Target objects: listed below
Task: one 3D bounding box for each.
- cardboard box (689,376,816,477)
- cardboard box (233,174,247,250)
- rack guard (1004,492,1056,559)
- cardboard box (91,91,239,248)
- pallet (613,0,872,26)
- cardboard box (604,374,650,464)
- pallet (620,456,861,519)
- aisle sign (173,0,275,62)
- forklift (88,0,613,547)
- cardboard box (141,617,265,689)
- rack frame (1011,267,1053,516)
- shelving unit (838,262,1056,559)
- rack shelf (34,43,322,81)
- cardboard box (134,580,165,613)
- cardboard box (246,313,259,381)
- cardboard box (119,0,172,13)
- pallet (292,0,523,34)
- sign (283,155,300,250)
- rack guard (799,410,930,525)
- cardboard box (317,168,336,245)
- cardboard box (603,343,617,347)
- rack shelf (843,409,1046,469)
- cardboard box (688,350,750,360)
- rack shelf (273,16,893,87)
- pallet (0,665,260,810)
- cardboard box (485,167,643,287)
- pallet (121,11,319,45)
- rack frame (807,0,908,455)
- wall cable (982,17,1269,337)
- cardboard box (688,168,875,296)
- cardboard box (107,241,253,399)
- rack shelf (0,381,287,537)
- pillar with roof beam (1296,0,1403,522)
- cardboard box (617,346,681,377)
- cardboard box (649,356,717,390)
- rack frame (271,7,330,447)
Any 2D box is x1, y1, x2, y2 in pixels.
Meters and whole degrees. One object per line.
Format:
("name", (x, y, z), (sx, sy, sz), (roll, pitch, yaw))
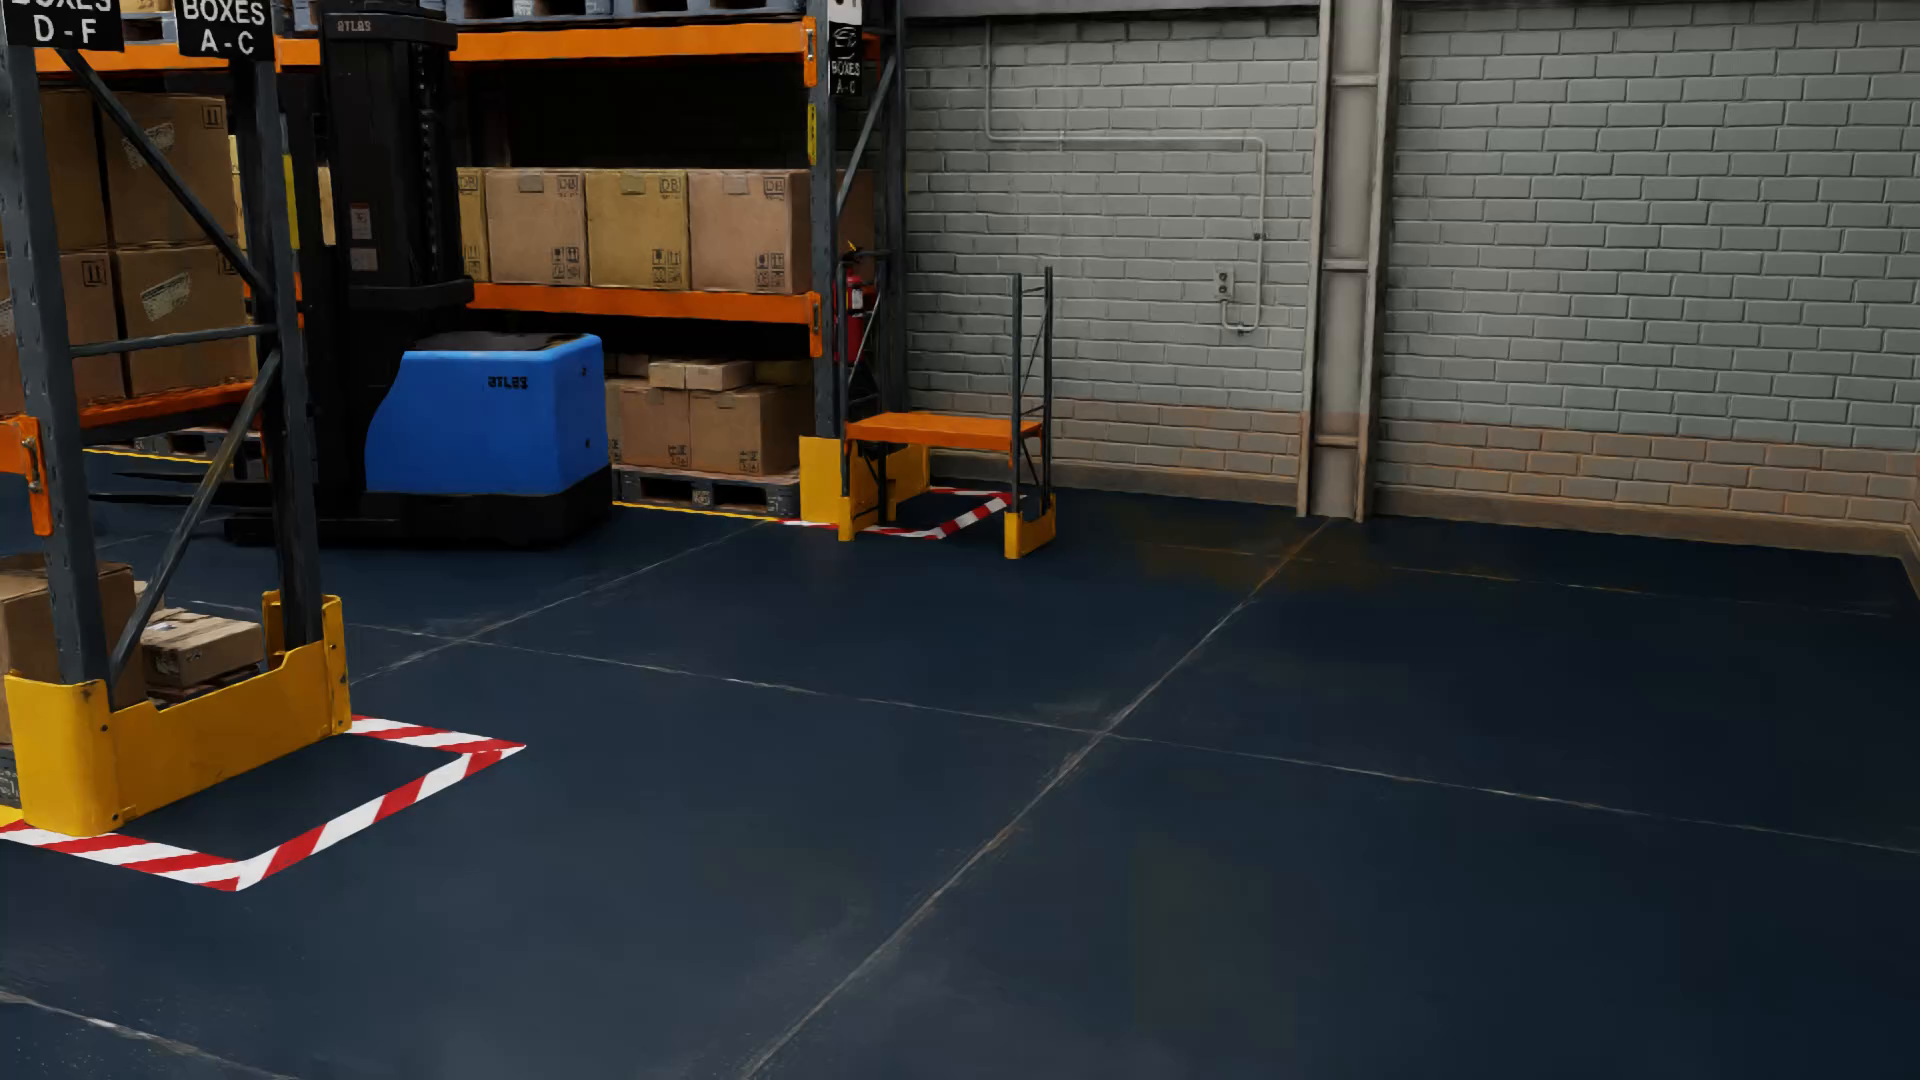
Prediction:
("cardboard box", (-1.266, -0.713, 10.282), (0.500, 0.500, 0.700), (6, 14, 23))
("cardboard box", (-4.767, -2.246, 11.345), (0.500, 0.500, 0.500), (6, 14, 22))
("rack guard", (0.386, -0.083, 9.060), (0.087, 0.250, 0.587), (6, 14, 23))
("cardboard box", (-2.888, -1.279, 5.730), (0.500, 0.500, 0.500), (6, 15, 25))
("pallet", (-1.268, -3.166, 9.808), (1.213, 0.211, 1.003), (6, 14, 23))
("cardboard box", (-2.184, -0.806, 10.677), (0.500, 0.500, 0.700), (5, 14, 21))
("pallet", (-1.348, -0.382, 10.421), (1.213, 0.211, 1.003), (6, 14, 23))
("aisle sign", (-2.407, -1.968, 5.384), (0.004, 0.787, 0.394), (6, 14, 23))
("forklift", (-3.611, -1.512, 9.284), (3.031, 2.935, 1.130), (1, 13, 6))
("cardboard box", (-2.832, 0.416, 6.193), (0.250, 0.149, 0.380), (6, 14, 23))
("rack frame", (0.387, -0.691, 8.917), (0.032, 1.500, 0.500), (6, 14, 23))
("shelving unit", (-0.070, -0.737, 9.114), (1.083, 1.500, 0.587), (6, 14, 23))
("rack shelf", (-6.071, -3.347, 11.963), (4.000, 0.370, 1.077), (6, 14, 23))
("cardboard box", (-3.428, 0.322, 6.374), (0.500, 0.250, 0.500), (6, 14, 23))
("cardboard box", (-4.890, -1.243, 11.773), (0.750, 0.750, 0.750), (6, 14, 24))
("cardboard box", (-5.538, -3.918, 11.637), (0.500, 0.500, 0.700), (5, 14, 22))
("pallet", (-3.499, -3.391, 10.770), (1.213, 0.211, 1.003), (6, 14, 23))
("sign", (-2.369, -1.182, 5.831), (0.005, 0.325, 0.100), (6, 14, 23))
("rack guard", (-0.564, -0.463, 10.133), (0.348, 0.500, 1.175), (6, 14, 23))
("cardboard box", (-3.753, -2.145, 11.172), (0.700, 0.700, 0.980), (6, 14, 24))
("cardboard box", (-2.462, -1.200, 10.935), (0.250, 0.149, 0.380), (6, 14, 22))
("rack shelf", (-0.078, -0.563, 9.158), (1.000, 0.185, 0.538), (6, 14, 23))
("cardboard box", (-1.534, -1.106, 10.535), (0.250, 0.149, 0.380), (6, 14, 23))
("rack shelf", (-2.414, -2.977, 10.385), (4.000, 0.370, 1.077), (6, 14, 23))
("pallet", (-3.387, 0.630, 6.108), (1.213, 0.211, 1.003), (6, 14, 23))
("cardboard box", (-2.419, -2.011, 10.601), (0.700, 0.700, 0.980), (5, 14, 21))
("pallet", (-5.101, -3.494, 11.431), (1.217, 0.209, 0.805), (5, 14, 21))
("rack frame", (-0.586, -1.682, 9.857), (0.127, 3.000, 1.000), (6, 14, 23))
("wall cable", (0.968, -2.256, 10.078), (1.851, 1.984, 0.084), (6, 14, 23))
("cardboard box", (-1.056, -1.873, 10.015), (0.700, 0.700, 0.980), (7, 15, 26))
("cardboard box", (-2.888, -0.792, 5.845), (0.500, 0.500, 0.500), (6, 15, 24))
("rack shelf", (-4.417, -0.482, 6.317), (4.000, 0.370, 1.077), (6, 14, 23))
("pillar with roof beam", (0.490, -3.634, 5.045), (0.400, 9.000, 9.100), (6, 14, 23))
("cardboard box", (-1.996, -1.153, 10.734), (0.250, 0.149, 0.380), (6, 14, 24))
("cardboard box", (-1.691, -1.027, 10.196), (0.250, 0.149, 0.380), (6, 15, 25))
("rack frame", (-4.243, -2.052, 11.435), (0.127, 3.000, 1.000), (6, 14, 23))
